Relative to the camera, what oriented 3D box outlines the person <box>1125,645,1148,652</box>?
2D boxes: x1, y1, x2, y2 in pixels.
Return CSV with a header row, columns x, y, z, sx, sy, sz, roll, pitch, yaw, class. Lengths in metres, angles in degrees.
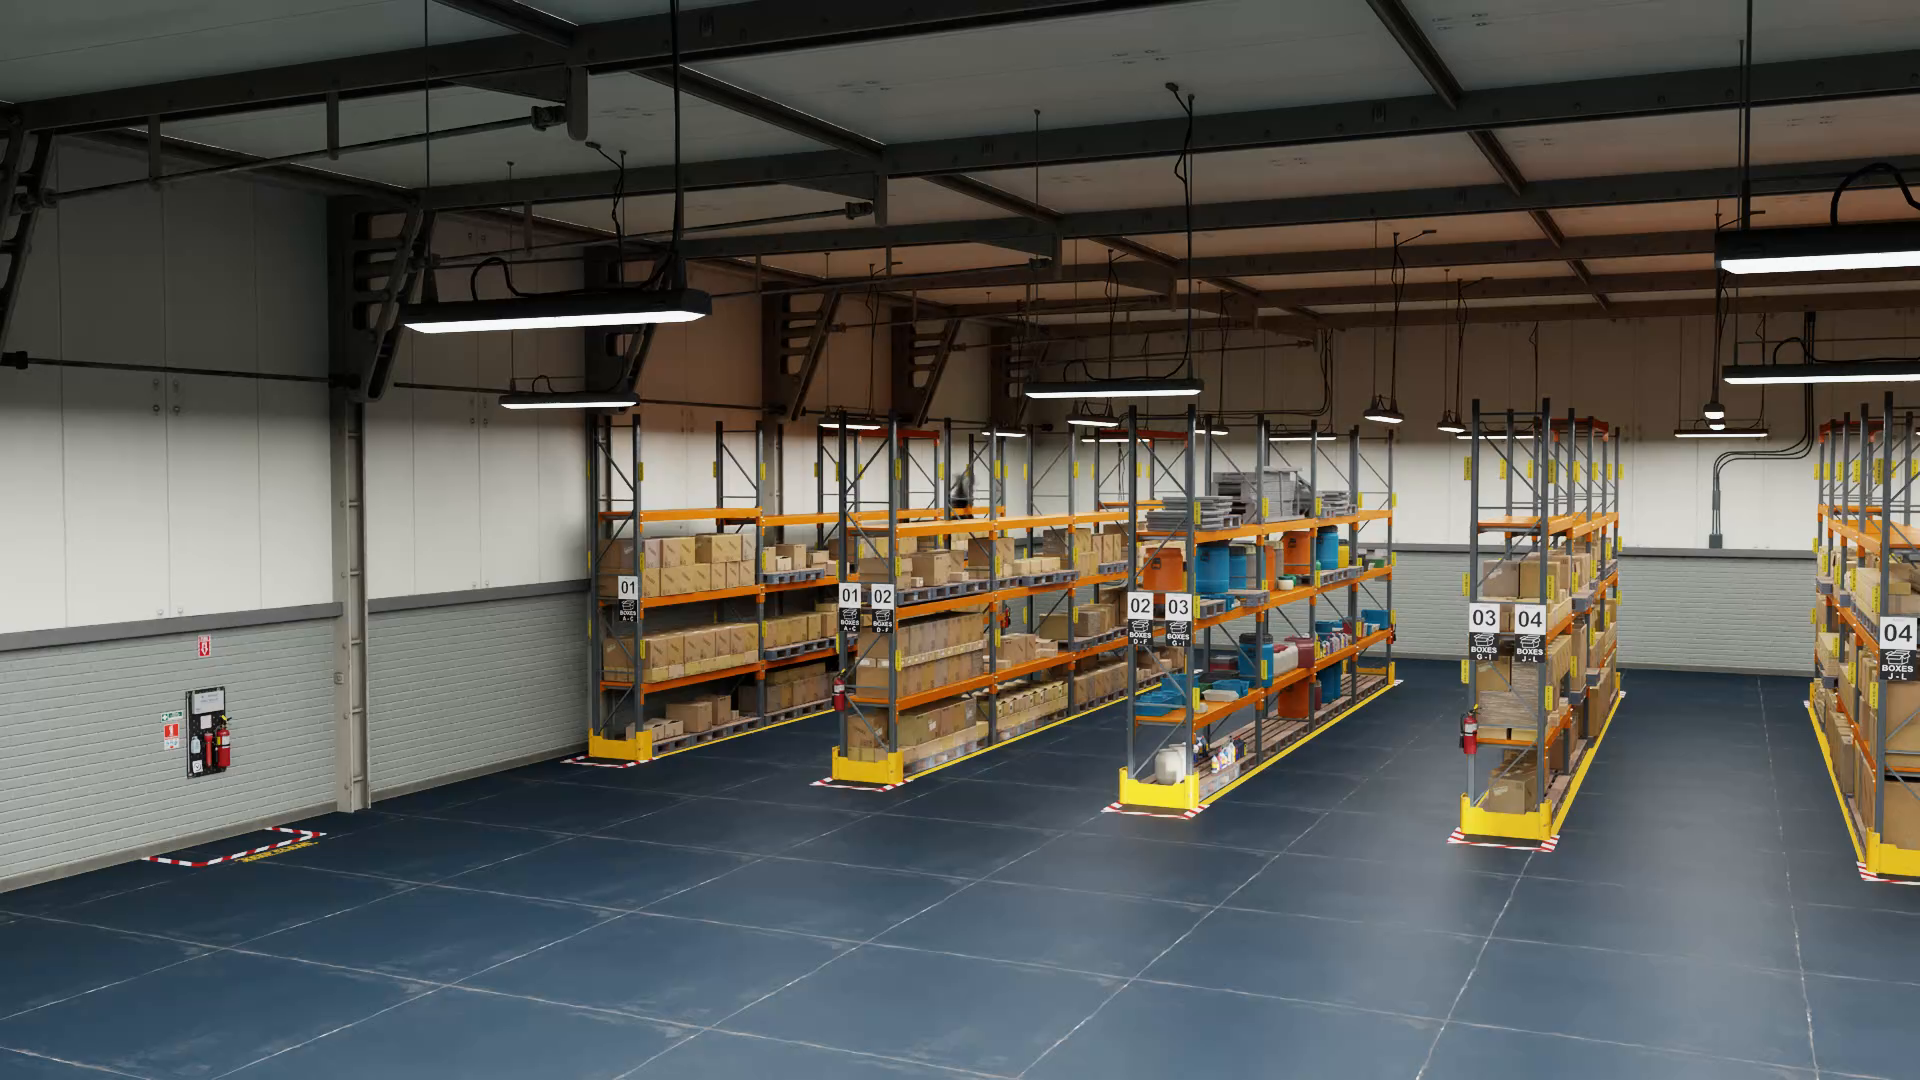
x,y,z,sx,sy,sz,roll,pitch,yaw,class
4.691,2.504,43.325,0.539,1.453,0.947,-2,3,-42,person
